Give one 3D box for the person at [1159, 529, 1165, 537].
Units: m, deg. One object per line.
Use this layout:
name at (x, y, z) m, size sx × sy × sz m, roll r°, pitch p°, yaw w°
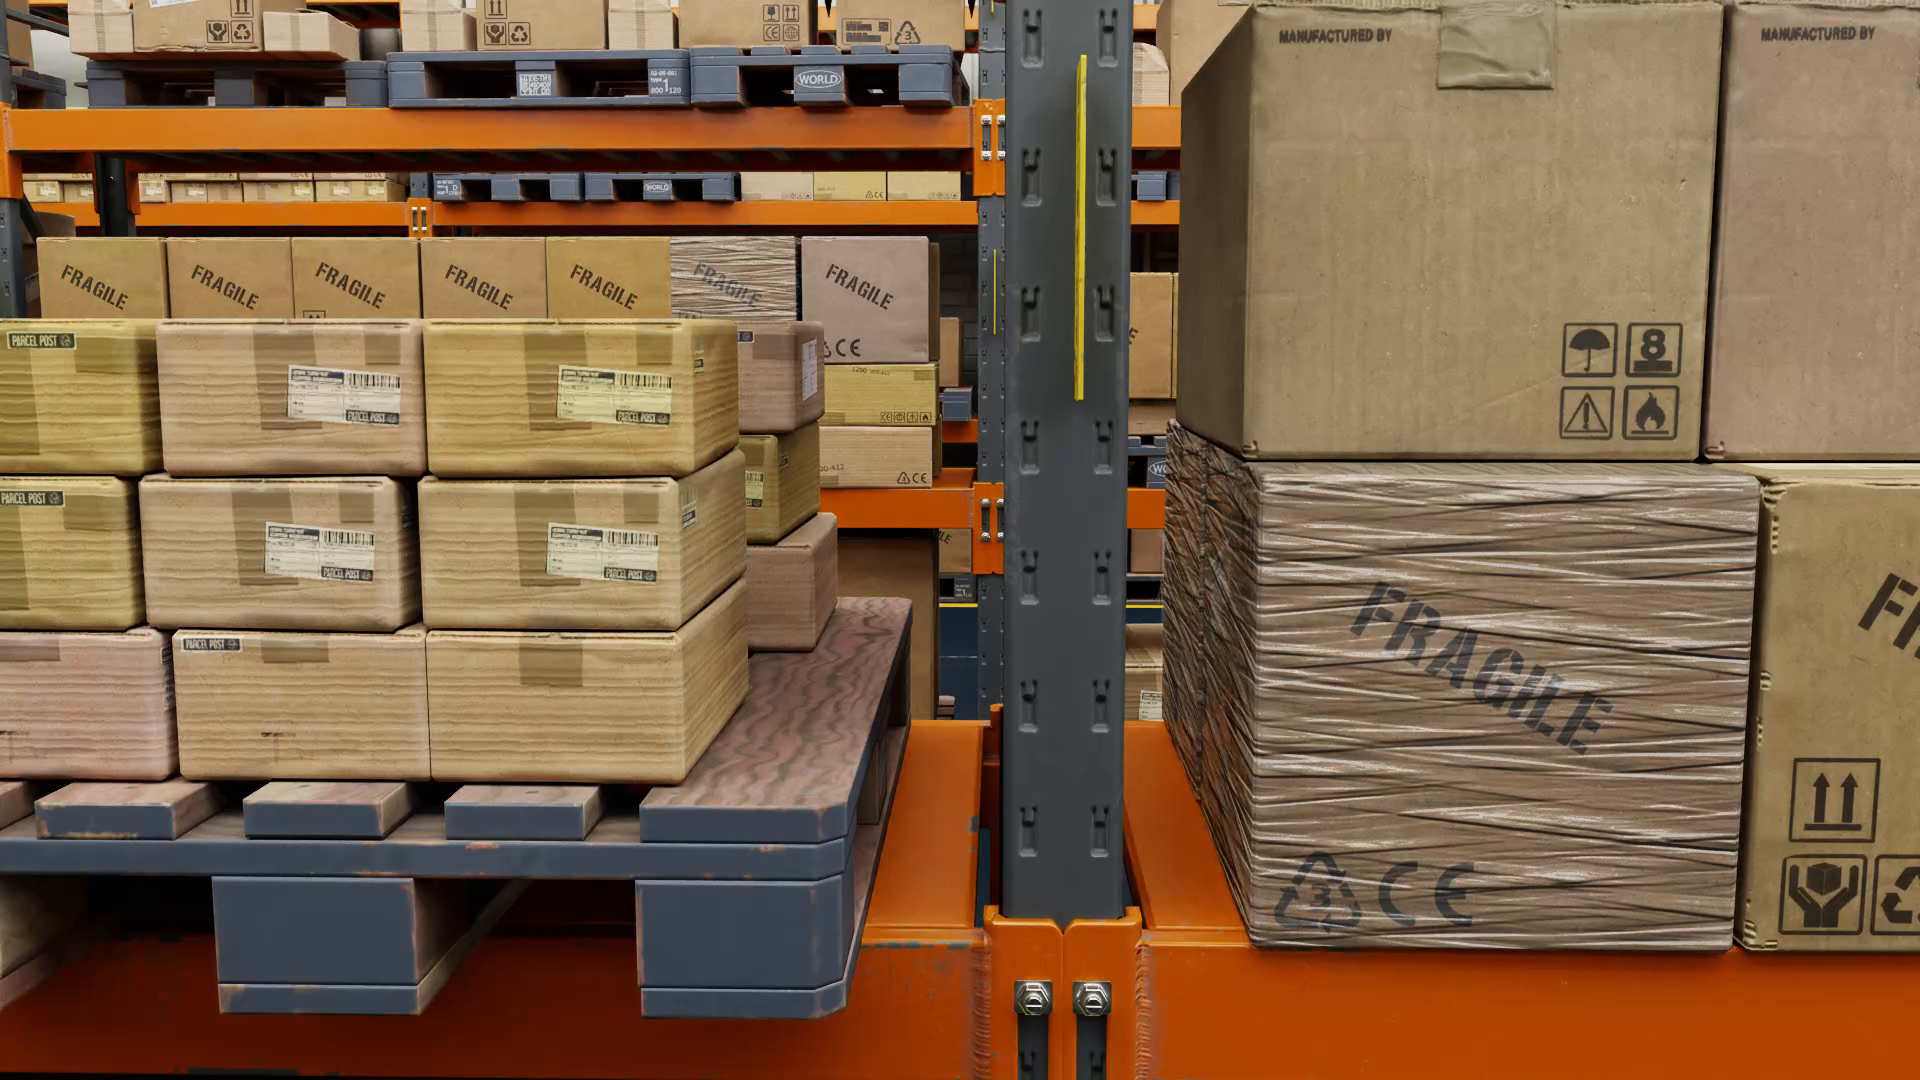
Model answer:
person at (1.432, -0.148, 9.921) m, size 0.531 × 1.662 × 0.375 m, roll 0°, pitch 7°, yaw -1°
